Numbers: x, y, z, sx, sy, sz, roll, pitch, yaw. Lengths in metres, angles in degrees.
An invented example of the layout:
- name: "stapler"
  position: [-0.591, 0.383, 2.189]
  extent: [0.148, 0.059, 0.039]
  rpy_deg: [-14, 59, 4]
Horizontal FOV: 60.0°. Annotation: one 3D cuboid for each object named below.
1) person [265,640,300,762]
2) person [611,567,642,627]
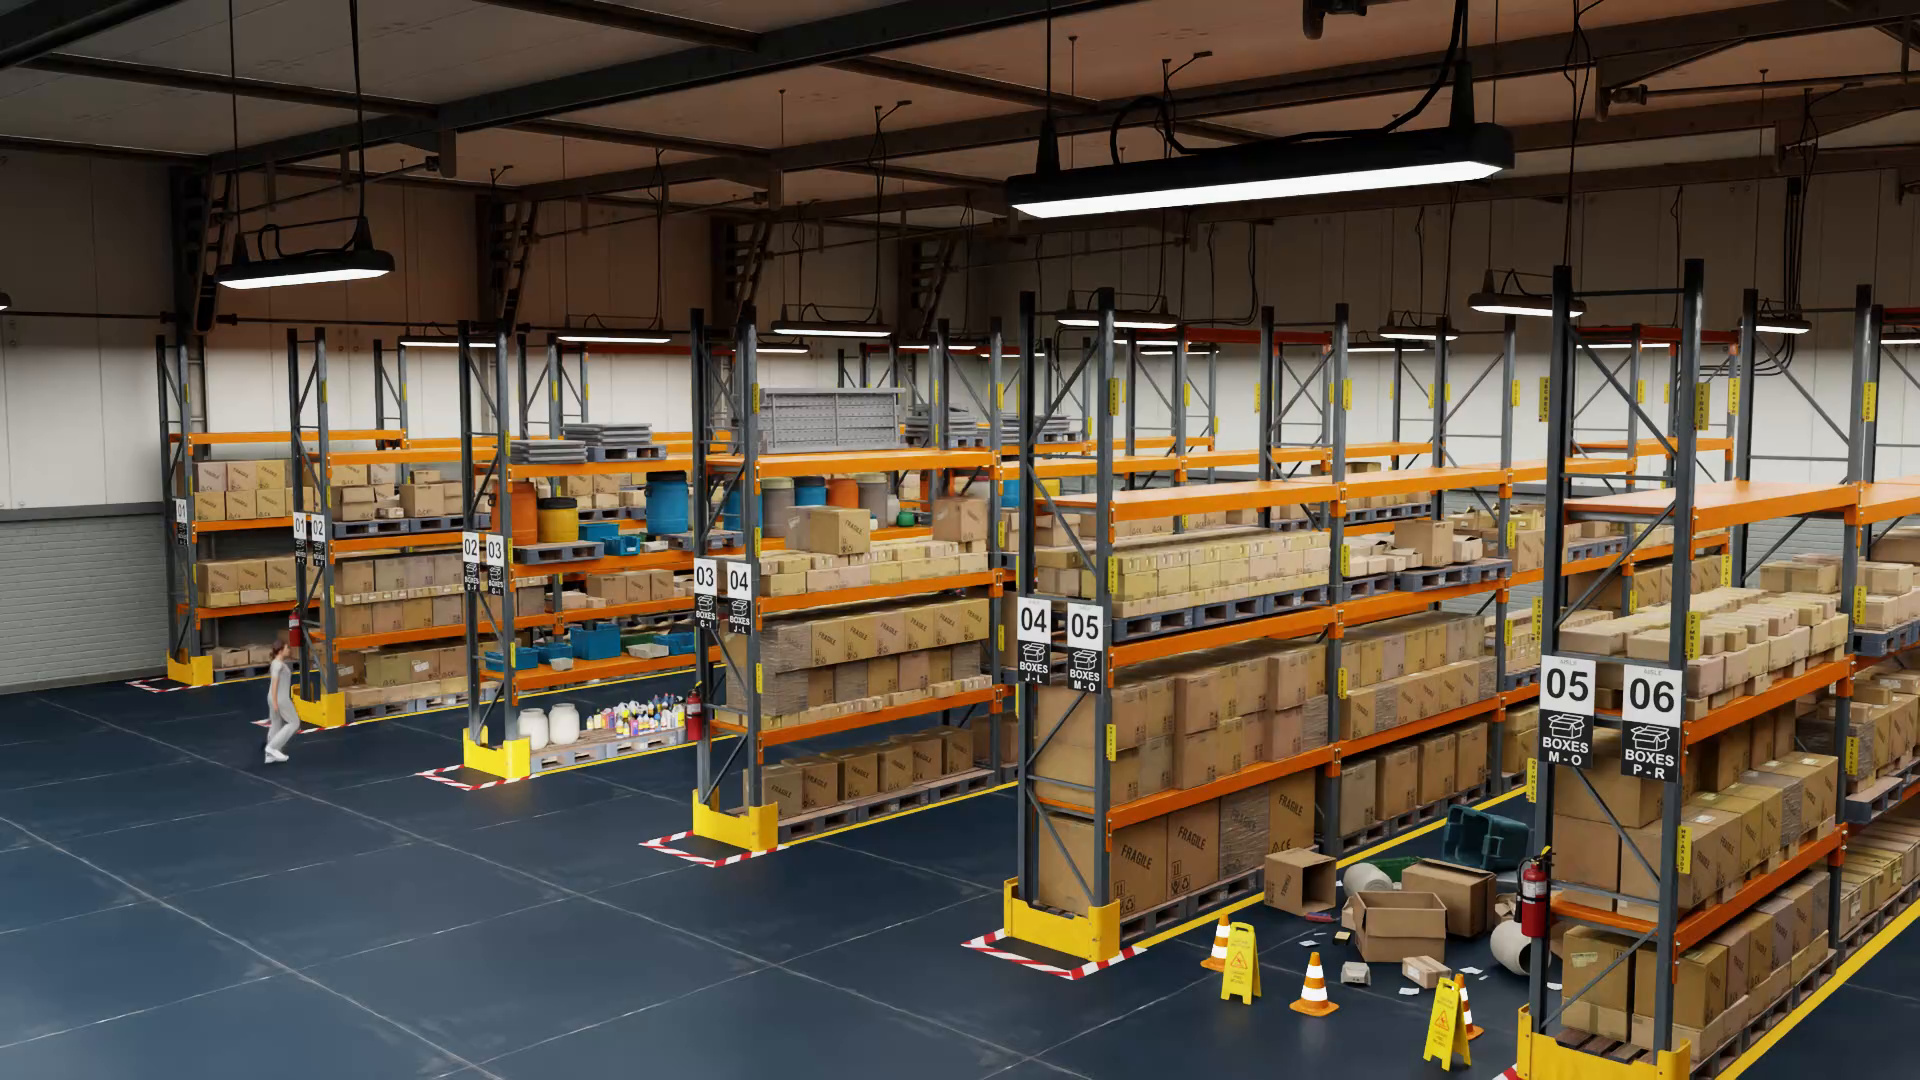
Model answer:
- name: "person"
  position: [-9.300, 2.197, 22.705]
  extent: [0.457, 1.659, 0.498]
  rpy_deg: [-4, 7, -37]
- name: "person"
  position: [-6.742, 1.210, 33.189]
  extent: [0.564, 1.616, 1.022]
  rpy_deg: [4, 6, 33]
